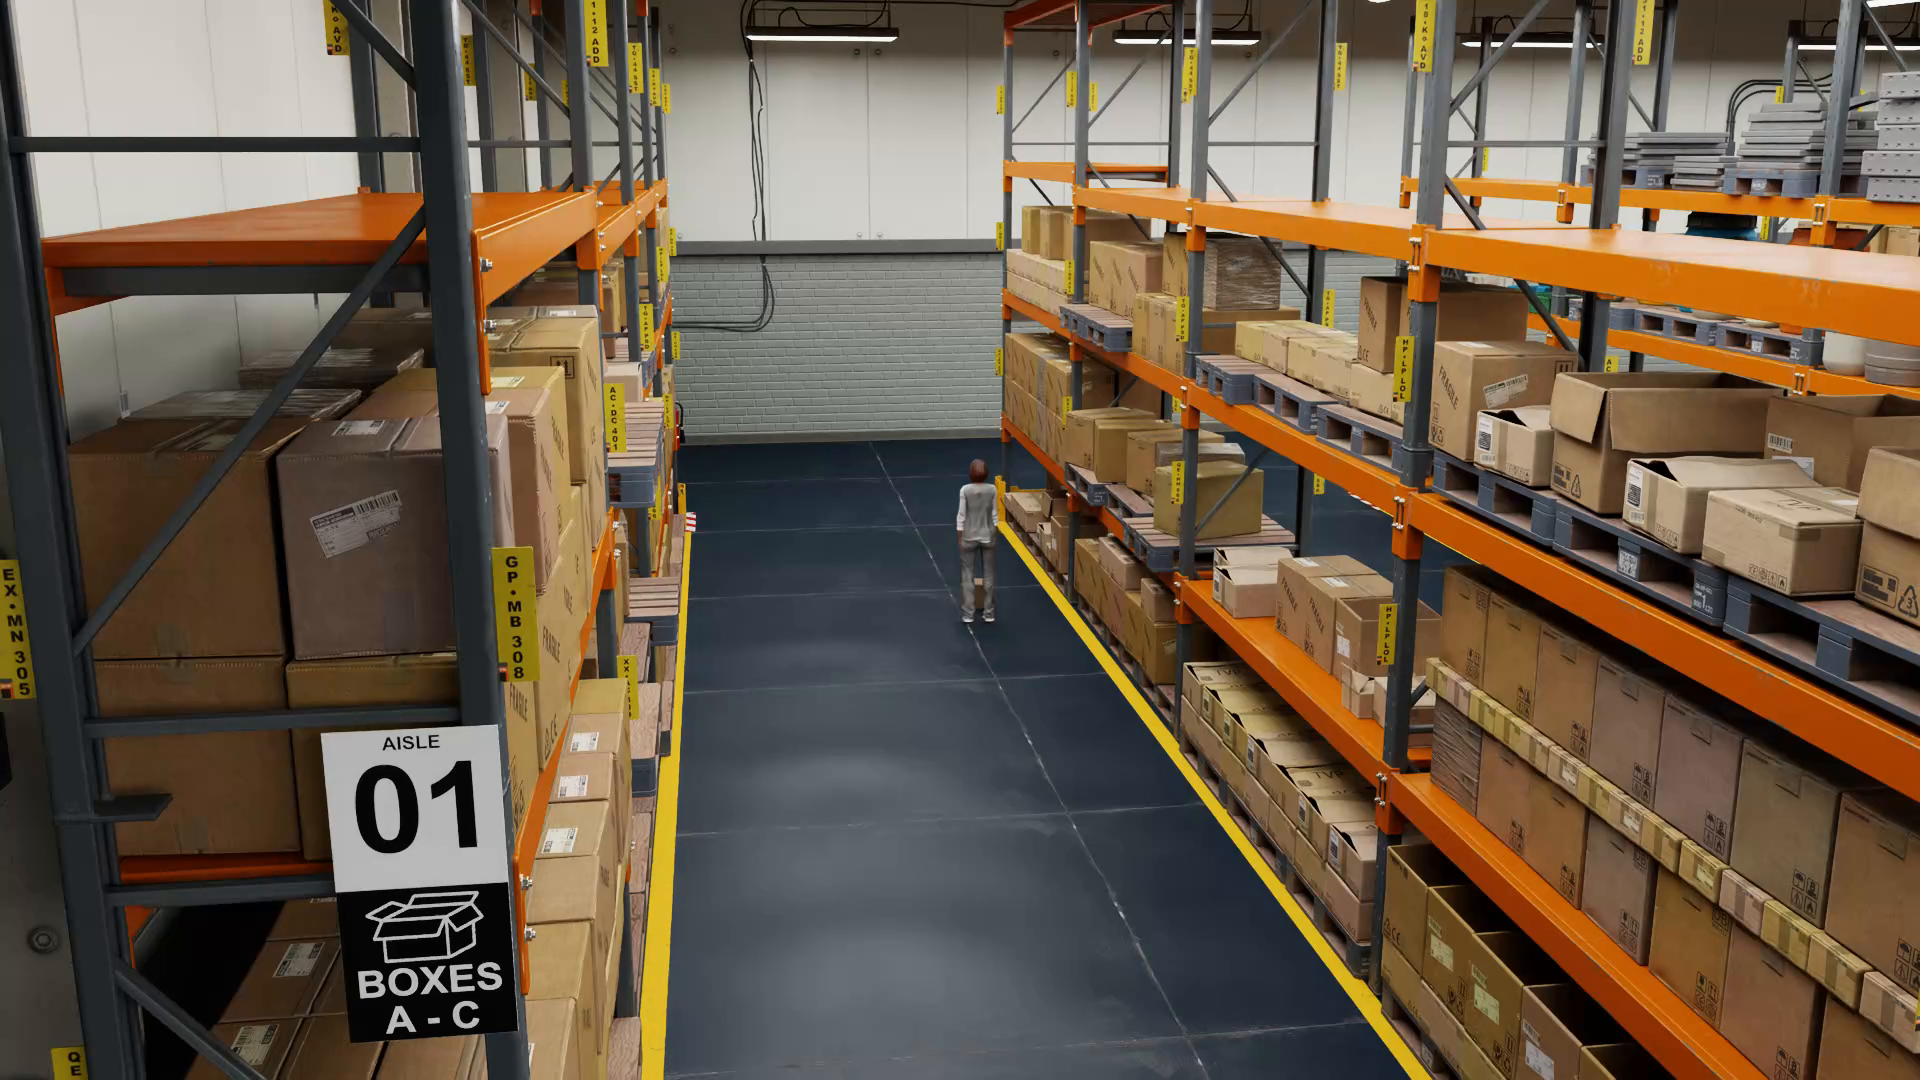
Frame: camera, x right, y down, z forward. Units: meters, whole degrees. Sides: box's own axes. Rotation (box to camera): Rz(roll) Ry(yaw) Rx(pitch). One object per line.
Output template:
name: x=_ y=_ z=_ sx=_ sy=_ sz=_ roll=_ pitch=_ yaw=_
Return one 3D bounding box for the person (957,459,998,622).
person: x=0.166 y=0.008 z=15.988 sx=0.405 sy=1.602 sz=0.305 roll=-2 pitch=14 yaw=-7
